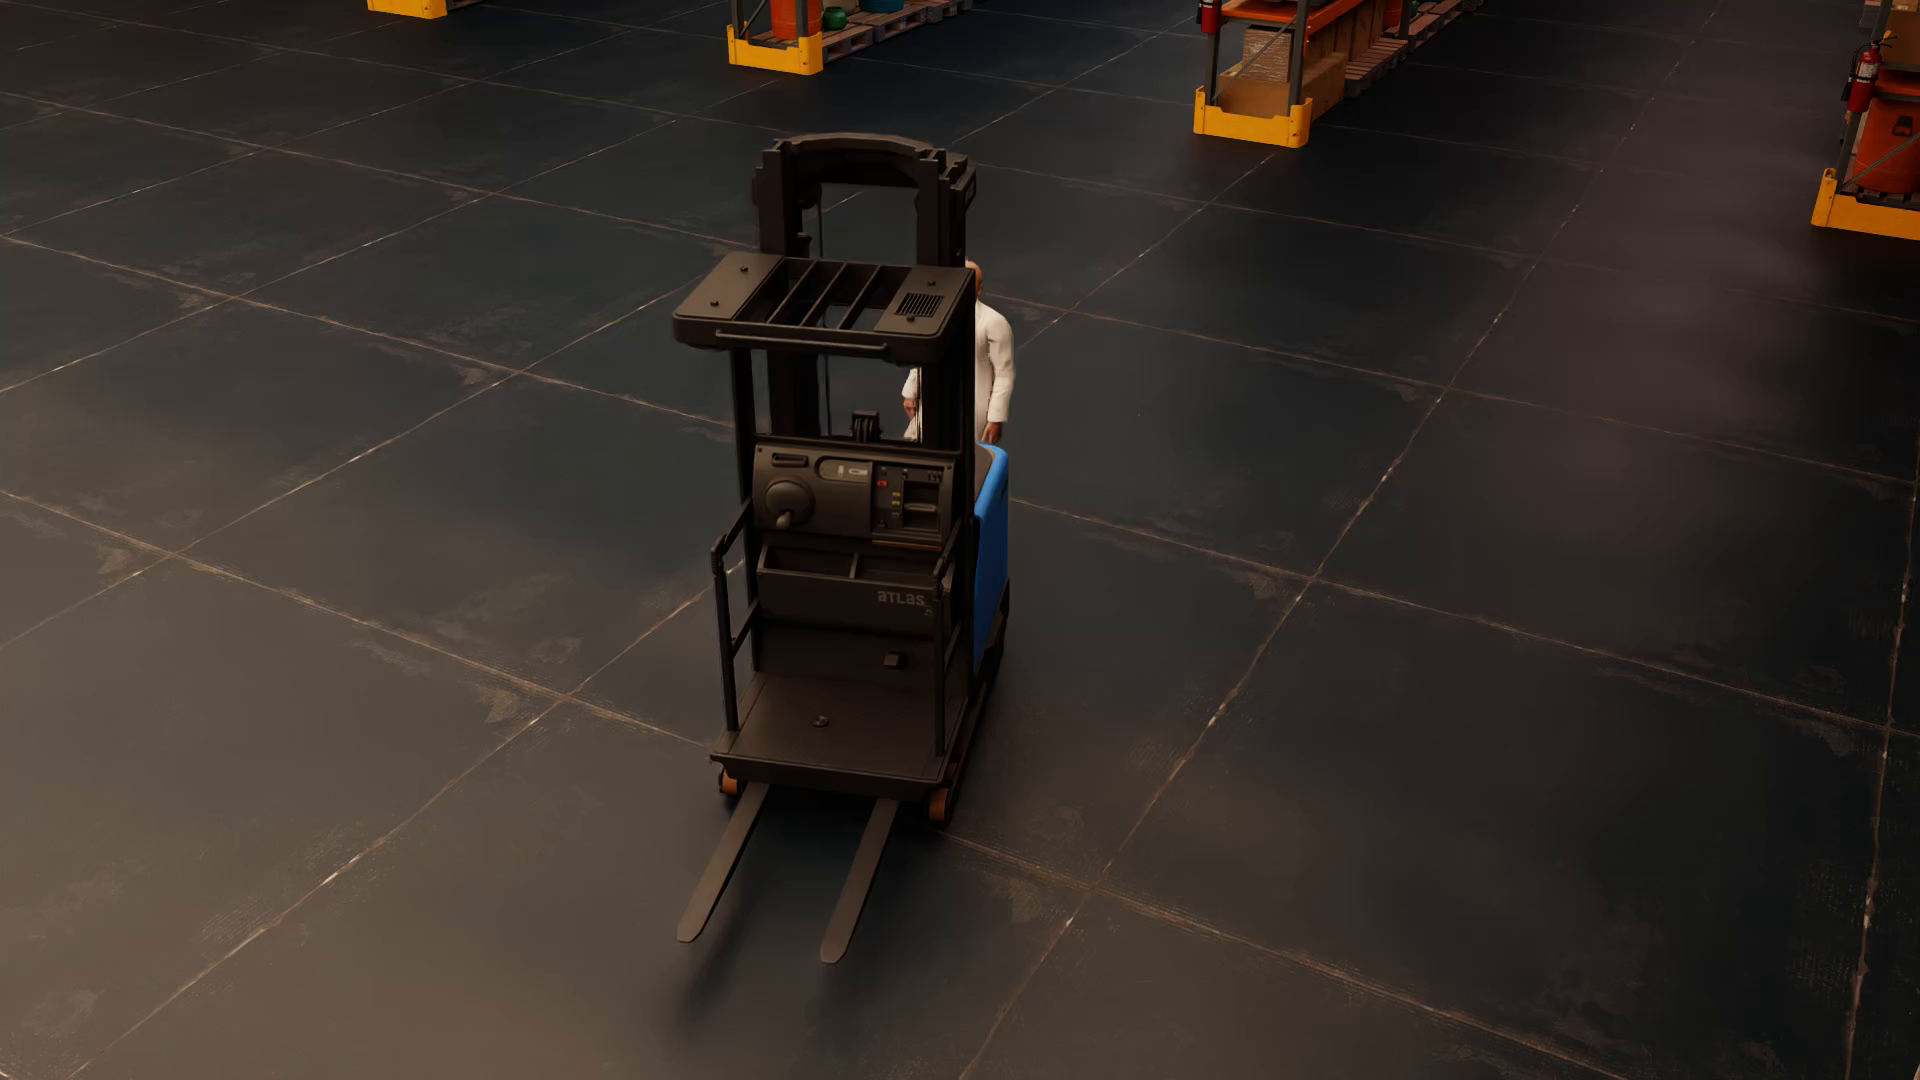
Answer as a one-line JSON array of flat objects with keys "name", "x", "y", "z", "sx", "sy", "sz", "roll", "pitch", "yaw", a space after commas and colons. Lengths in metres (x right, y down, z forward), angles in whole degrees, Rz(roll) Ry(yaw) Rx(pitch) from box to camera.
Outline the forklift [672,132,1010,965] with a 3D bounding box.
[{"name": "forklift", "x": -0.525, "y": -0.161, "z": 7.350, "sx": 1.130, "sy": 2.935, "sz": 3.031, "roll": 6, "pitch": 30, "yaw": 10}]

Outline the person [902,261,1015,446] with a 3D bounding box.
[{"name": "person", "x": -0.066, "y": -0.698, "z": 9.464, "sx": 0.725, "sy": 1.768, "sz": 0.573, "roll": 17, "pitch": 34, "yaw": 27}]
